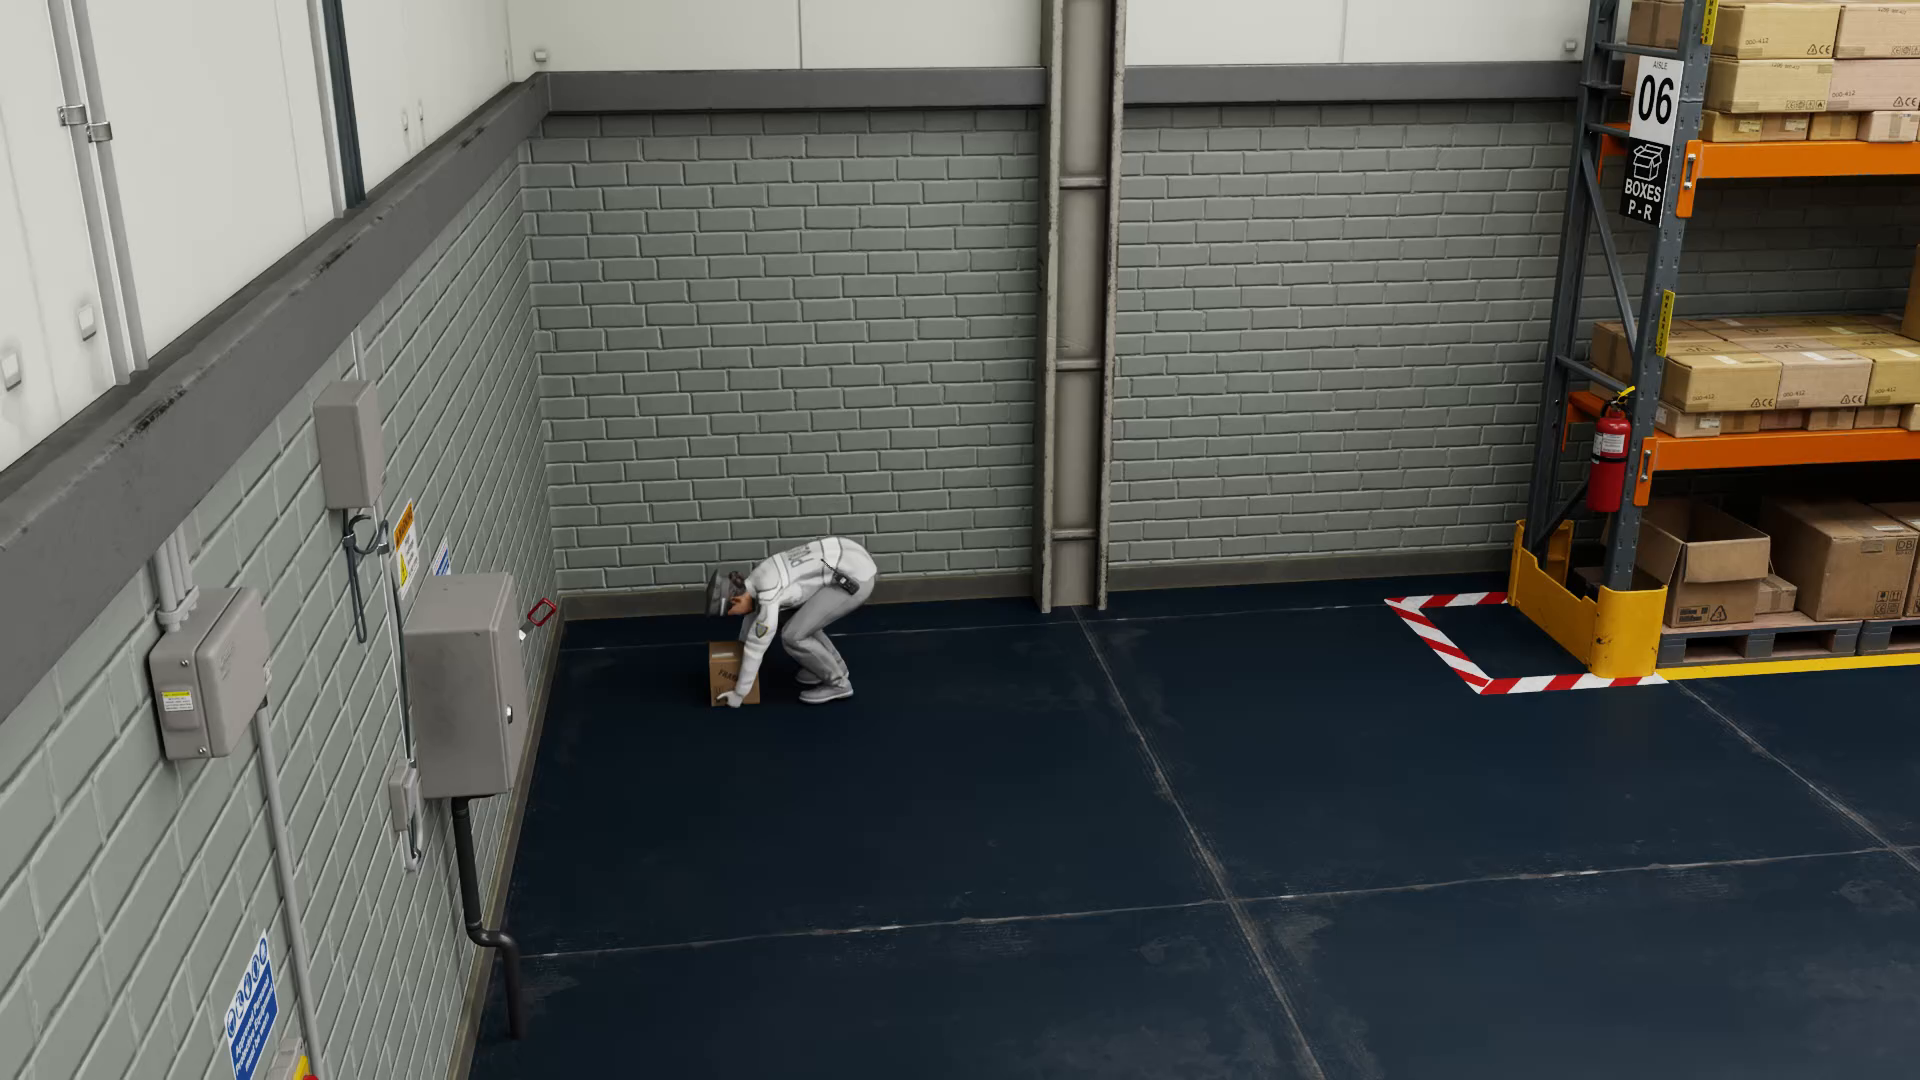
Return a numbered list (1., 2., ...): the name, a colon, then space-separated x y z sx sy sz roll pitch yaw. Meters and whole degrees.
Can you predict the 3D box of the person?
1. person: -0.876 0.428 8.658 0.894 0.833 0.468 -4 20 -10
